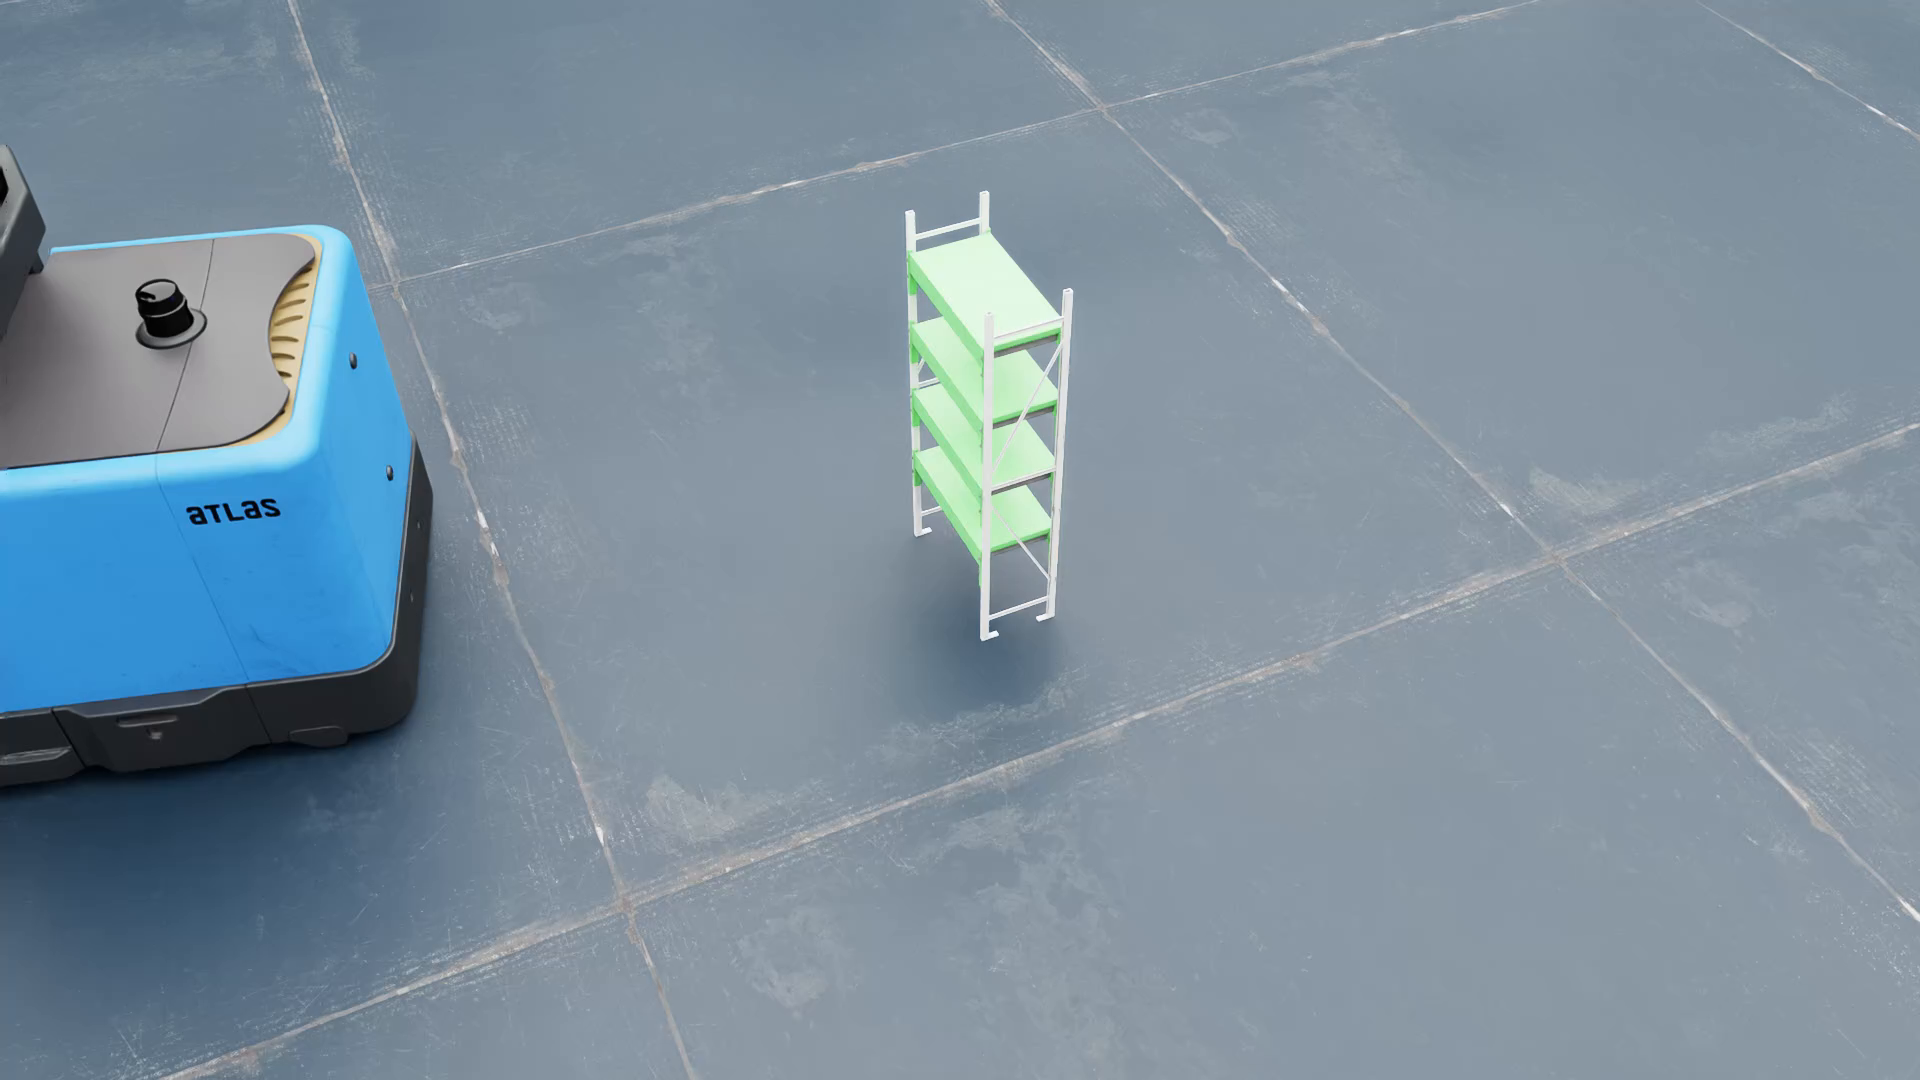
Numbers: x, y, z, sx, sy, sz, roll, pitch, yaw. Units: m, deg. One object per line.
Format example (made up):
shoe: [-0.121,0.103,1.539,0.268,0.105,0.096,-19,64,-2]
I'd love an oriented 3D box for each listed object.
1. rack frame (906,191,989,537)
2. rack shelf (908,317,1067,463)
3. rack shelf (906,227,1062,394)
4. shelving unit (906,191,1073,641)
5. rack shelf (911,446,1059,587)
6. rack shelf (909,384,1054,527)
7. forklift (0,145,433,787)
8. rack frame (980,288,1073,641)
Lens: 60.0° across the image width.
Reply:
rack frame: [-0.033,-0.477,4.879,0.240,1.200,0.015,-18,47,-17]
rack shelf: [0.070,-0.447,4.598,0.258,0.148,0.480,-18,47,-17]
rack shelf: [0.070,-0.618,4.429,0.258,0.148,0.480,-18,47,-17]
shelving unit: [0.070,-0.322,4.722,0.258,1.200,0.503,-18,47,-17]
rack shelf: [0.070,-0.105,4.935,0.258,0.148,0.480,-18,47,-17]
rack shelf: [0.070,-0.276,4.767,0.258,0.148,0.480,-18,47,-17]
forklift: [-3.101,-0.665,3.837,3.031,2.935,1.130,-7,45,-7]
rack frame: [0.172,-0.166,4.564,0.240,1.200,0.015,-18,47,-17]
